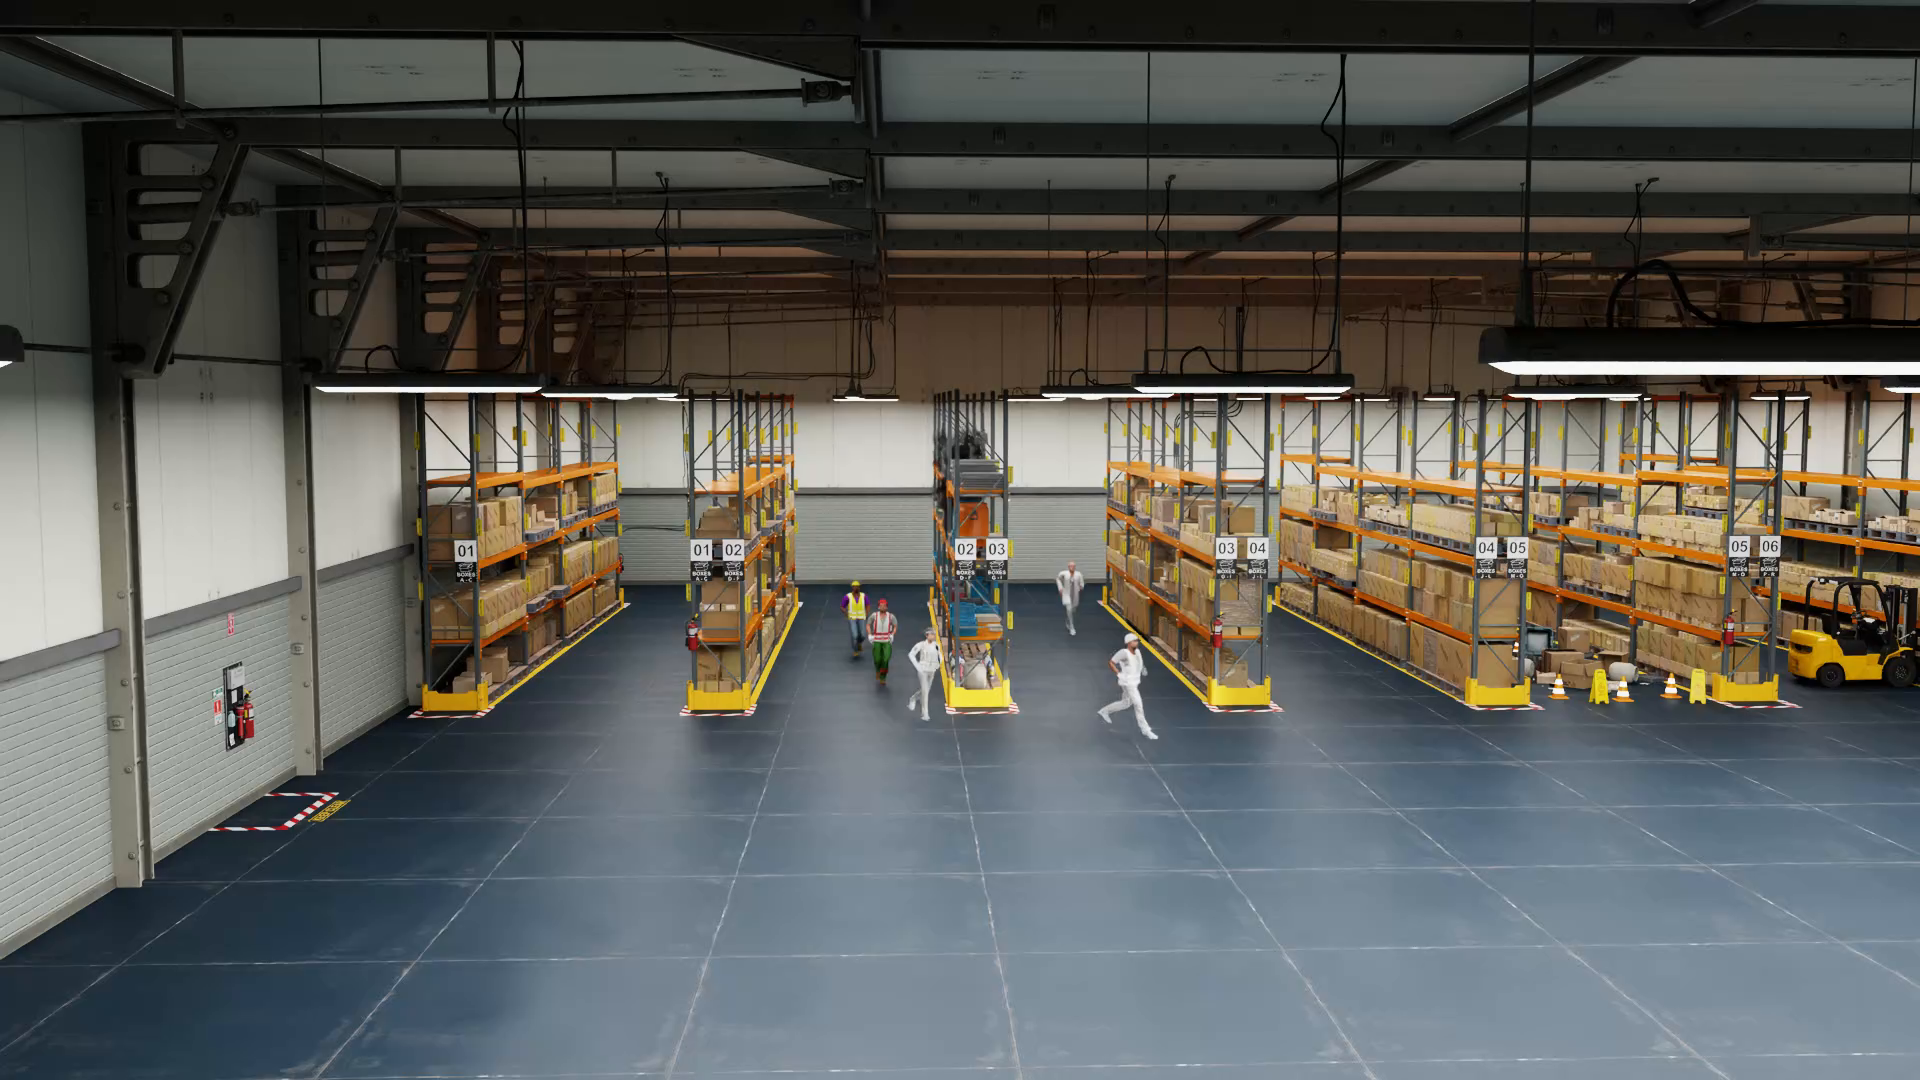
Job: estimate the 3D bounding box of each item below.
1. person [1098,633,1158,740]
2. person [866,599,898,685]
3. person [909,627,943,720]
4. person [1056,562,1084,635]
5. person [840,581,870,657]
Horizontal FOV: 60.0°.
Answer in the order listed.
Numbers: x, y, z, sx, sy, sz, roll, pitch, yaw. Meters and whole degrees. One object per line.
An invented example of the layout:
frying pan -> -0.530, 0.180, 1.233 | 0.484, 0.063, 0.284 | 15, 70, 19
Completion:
person -> 2.924, 2.496, 28.769 | 1.166, 1.786, 0.647 | 2, 5, 27
person -> -1.594, 2.077, 34.041 | 0.641, 1.746, 0.554 | 0, 5, -4
person -> -0.607, 2.420, 30.563 | 0.664, 1.669, 0.795 | -3, 5, -31
person -> 2.774, 1.431, 41.769 | 0.662, 1.792, 1.049 | -1, 5, -13
person -> -2.358, 1.787, 37.742 | 0.696, 1.718, 0.605 | -1, 5, -14
